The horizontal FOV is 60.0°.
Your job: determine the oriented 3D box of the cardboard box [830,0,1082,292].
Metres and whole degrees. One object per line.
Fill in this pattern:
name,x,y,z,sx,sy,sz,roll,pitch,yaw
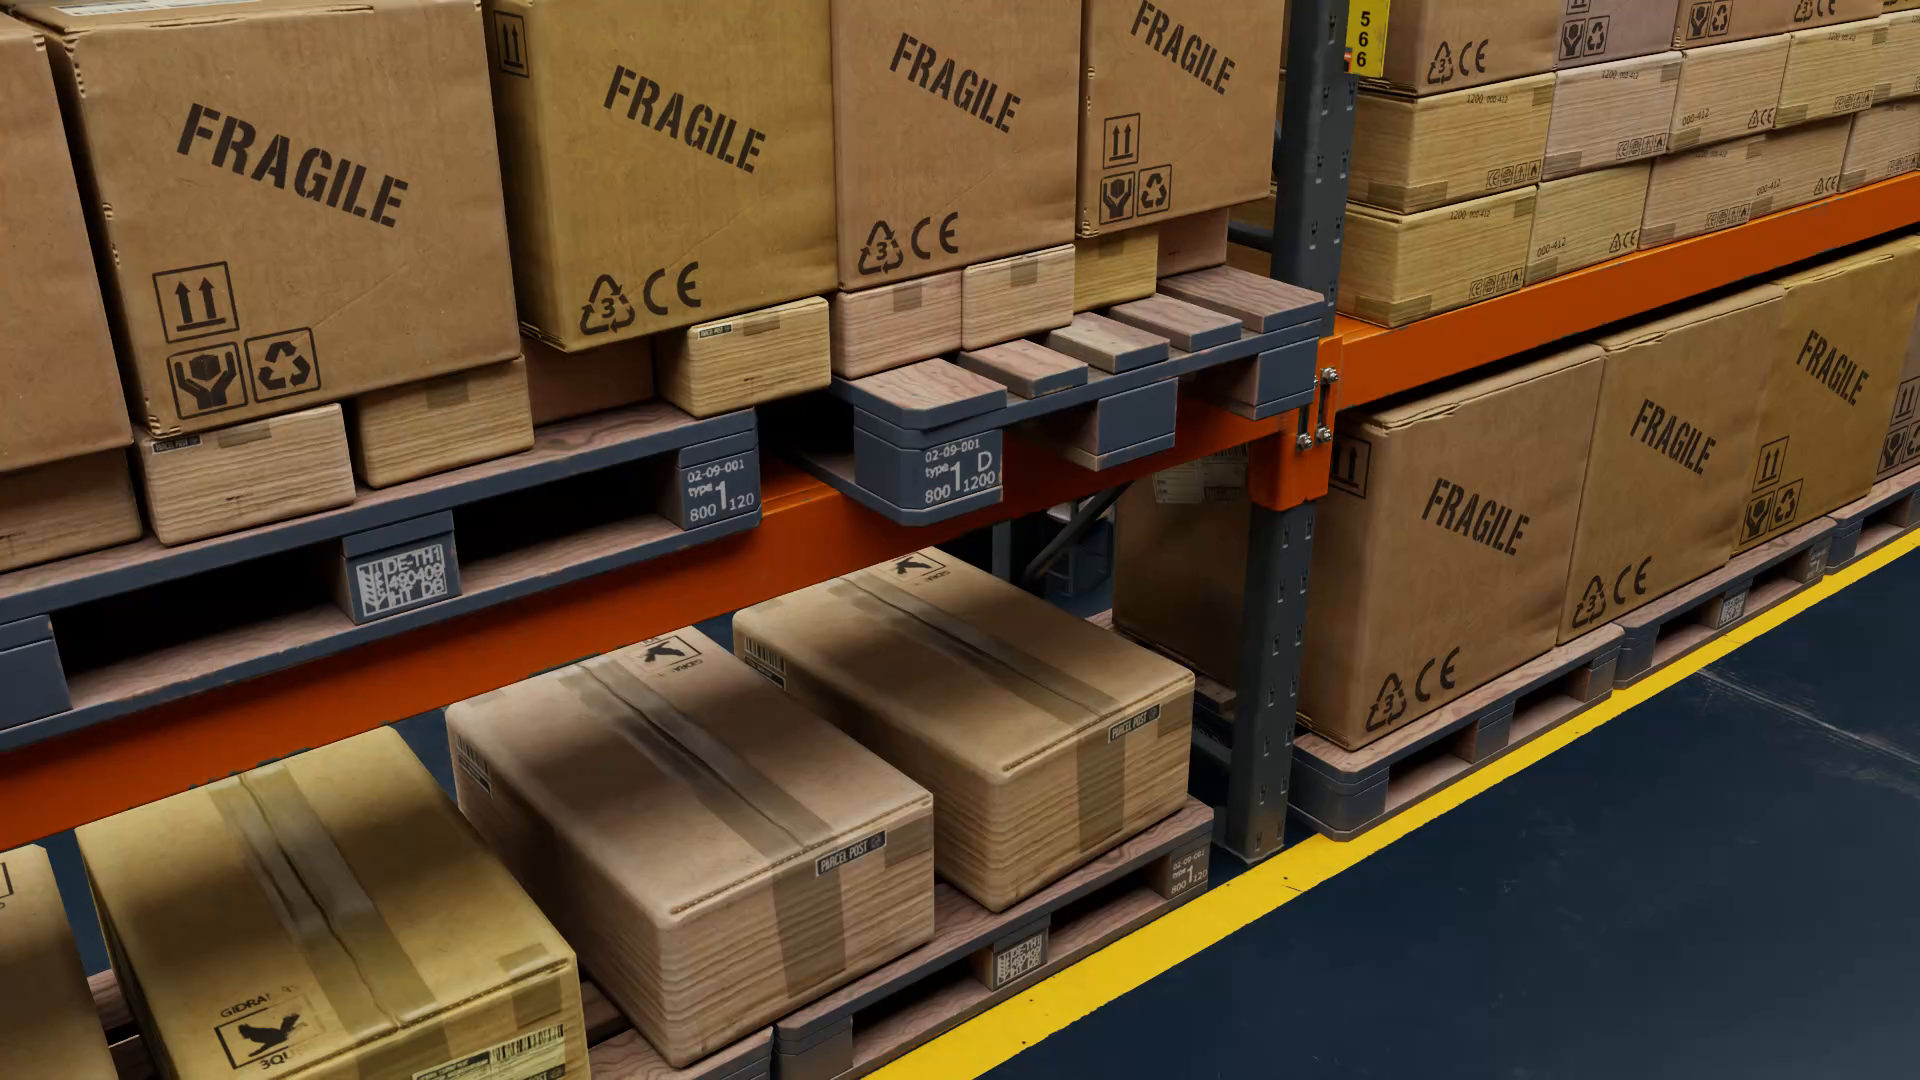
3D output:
cardboard box,-0.144,-0.768,2.870,0.500,0.500,0.500,-19,31,-35

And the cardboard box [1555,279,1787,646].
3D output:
cardboard box,1.741,-0.354,4.975,0.875,0.875,0.875,-18,30,-33

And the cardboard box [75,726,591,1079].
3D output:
cardboard box,-1.185,0.789,3.109,0.625,0.372,0.950,-17,30,-32

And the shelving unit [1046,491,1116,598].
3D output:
shelving unit,0.342,-0.287,5.300,0.258,0.900,0.210,20,32,37

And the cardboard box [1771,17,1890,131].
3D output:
cardboard box,2.207,-1.340,4.659,0.500,0.250,0.500,-18,30,-33

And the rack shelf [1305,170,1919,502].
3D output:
rack shelf,2.016,-0.938,5.063,4.000,0.370,1.077,-18,31,-34

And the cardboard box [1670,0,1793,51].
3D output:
cardboard box,1.782,-1.552,4.225,0.500,0.500,0.500,-17,30,-33

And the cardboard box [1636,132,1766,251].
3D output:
cardboard box,1.792,-0.994,4.508,0.500,0.250,0.500,-17,30,-32

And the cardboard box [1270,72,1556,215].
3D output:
cardboard box,0.993,-0.954,3.826,0.500,0.250,0.500,-19,31,-34

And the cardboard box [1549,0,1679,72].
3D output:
cardboard box,1.365,-1.423,3.947,0.500,0.500,0.500,-18,30,-34

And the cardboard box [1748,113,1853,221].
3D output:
cardboard box,2.178,-1.124,4.786,0.500,0.250,0.500,-18,31,-34

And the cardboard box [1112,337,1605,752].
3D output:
cardboard box,1.037,-0.124,4.478,0.875,0.875,0.875,-19,31,-34

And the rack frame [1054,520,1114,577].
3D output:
rack frame,0.409,-0.320,5.370,0.240,0.900,0.006,20,32,37

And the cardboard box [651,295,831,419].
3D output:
cardboard box,-0.419,-0.346,2.731,0.250,0.149,0.380,-18,30,-33

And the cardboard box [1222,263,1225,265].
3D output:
cardboard box,0.679,-0.894,4.292,0.500,0.250,0.500,-20,31,-36

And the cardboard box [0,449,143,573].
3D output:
cardboard box,-1.274,-0.099,2.200,0.250,0.149,0.380,-18,30,-34

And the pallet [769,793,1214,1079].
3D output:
pallet,-0.174,0.722,3.943,1.213,0.211,1.003,-18,31,-34

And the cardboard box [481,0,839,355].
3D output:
cardboard box,-0.541,-0.636,2.587,0.500,0.500,0.500,-21,32,-37

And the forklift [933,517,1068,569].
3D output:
forklift,-0.879,-1.682,5.892,3.031,2.935,1.130,21,32,38

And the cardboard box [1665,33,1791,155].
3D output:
cardboard box,1.800,-1.213,4.385,0.500,0.250,0.500,-18,31,-34

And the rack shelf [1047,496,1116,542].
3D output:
rack shelf,0.342,-0.094,5.390,0.258,0.077,0.200,20,32,37

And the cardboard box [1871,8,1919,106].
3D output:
cardboard box,2.600,-1.479,4.958,0.500,0.250,0.500,-17,30,-33

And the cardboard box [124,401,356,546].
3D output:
cardboard box,-1.033,-0.151,2.311,0.250,0.149,0.380,-17,30,-32

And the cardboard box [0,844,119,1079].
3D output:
cardboard box,-1.731,0.971,2.718,0.625,0.372,0.950,-16,29,-31

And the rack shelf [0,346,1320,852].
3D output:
rack shelf,-1.132,0.101,2.824,4.000,0.370,1.077,-18,31,-34

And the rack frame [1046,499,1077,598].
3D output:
rack frame,0.275,-0.255,5.231,0.240,0.900,0.006,20,32,37

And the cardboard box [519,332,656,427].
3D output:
cardboard box,-0.694,-0.322,2.681,0.250,0.149,0.380,-18,30,-34

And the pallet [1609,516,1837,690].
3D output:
pallet,2.068,0.025,5.446,1.213,0.211,1.003,-18,31,-34

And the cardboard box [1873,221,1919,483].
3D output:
cardboard box,3.151,-0.823,5.986,0.875,0.875,0.875,-17,30,-32

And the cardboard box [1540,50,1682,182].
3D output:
cardboard box,1.400,-1.088,4.114,0.500,0.250,0.500,-17,30,-33

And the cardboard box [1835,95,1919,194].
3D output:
cardboard box,2.582,-1.259,5.079,0.500,0.250,0.500,-19,31,-35

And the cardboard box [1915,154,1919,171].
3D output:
cardboard box,2.990,-1.384,5.347,0.500,0.250,0.500,-19,31,-35

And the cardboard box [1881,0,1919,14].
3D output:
cardboard box,2.579,-1.822,4.806,0.500,0.500,0.500,-17,30,-33

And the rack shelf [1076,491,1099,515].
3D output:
rack shelf,0.342,-0.176,5.352,0.258,0.077,0.200,20,32,37

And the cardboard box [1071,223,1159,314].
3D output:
cardboard box,0.163,-0.565,3.204,0.250,0.149,0.380,-18,30,-33

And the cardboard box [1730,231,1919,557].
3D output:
cardboard box,2.445,-0.586,5.475,0.875,0.875,0.875,-17,30,-33

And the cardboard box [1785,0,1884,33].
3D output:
cardboard box,2.181,-1.682,4.505,0.500,0.500,0.500,-18,30,-33

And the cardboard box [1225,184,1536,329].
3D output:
cardboard box,0.982,-0.721,3.918,0.500,0.250,0.500,-19,31,-35

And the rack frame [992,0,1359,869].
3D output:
rack frame,0.442,-0.745,3.792,0.127,3.000,1.000,-18,31,-34

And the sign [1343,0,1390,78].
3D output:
sign,0.784,-1.057,3.183,0.005,0.325,0.100,-18,31,-34

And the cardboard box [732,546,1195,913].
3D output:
cardboard box,-0.009,0.400,3.948,0.625,0.372,0.950,-21,32,-37

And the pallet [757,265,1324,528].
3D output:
pallet,-0.053,-0.438,3.358,1.003,0.211,1.213,-18,31,-34

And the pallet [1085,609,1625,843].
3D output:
pallet,1.109,0.340,4.767,1.213,0.211,1.003,-18,31,-34

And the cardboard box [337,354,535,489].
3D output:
cardboard box,-0.841,-0.230,2.481,0.250,0.149,0.380,-19,31,-36

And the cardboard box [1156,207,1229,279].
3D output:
cardboard box,0.329,-0.658,3.405,0.250,0.149,0.380,-17,30,-32

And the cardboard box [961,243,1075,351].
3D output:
cardboard box,-0.008,-0.485,3.031,0.250,0.149,0.380,-19,31,-34

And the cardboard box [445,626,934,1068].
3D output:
cardboard box,-0.585,0.594,3.529,0.625,0.372,0.950,-19,31,-35

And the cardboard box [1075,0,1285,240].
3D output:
cardboard box,0.256,-0.906,3.167,0.500,0.500,0.500,-19,31,-35

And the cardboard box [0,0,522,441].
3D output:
cardboard box,-0.971,-0.495,2.282,0.500,0.500,0.500,-20,31,-36

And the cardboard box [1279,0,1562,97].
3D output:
cardboard box,0.981,-1.291,3.662,0.500,0.500,0.500,-19,31,-36

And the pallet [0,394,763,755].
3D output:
pallet,-1.091,-0.130,2.695,1.213,0.211,1.003,-18,31,-34

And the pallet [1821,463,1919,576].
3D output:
pallet,3.029,-0.294,6.132,1.213,0.211,1.003,-18,31,-34

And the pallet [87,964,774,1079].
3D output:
pallet,-1.133,1.037,3.264,1.213,0.211,1.003,-18,31,-34

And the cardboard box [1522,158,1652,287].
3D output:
cardboard box,1.375,-0.860,4.218,0.500,0.250,0.500,-19,31,-35

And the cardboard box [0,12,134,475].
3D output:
cardboard box,-1.369,-0.358,1.987,0.500,0.500,0.500,-18,31,-34

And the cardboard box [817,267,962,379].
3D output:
cardboard box,-0.211,-0.422,2.895,0.250,0.149,0.380,-20,32,-36
